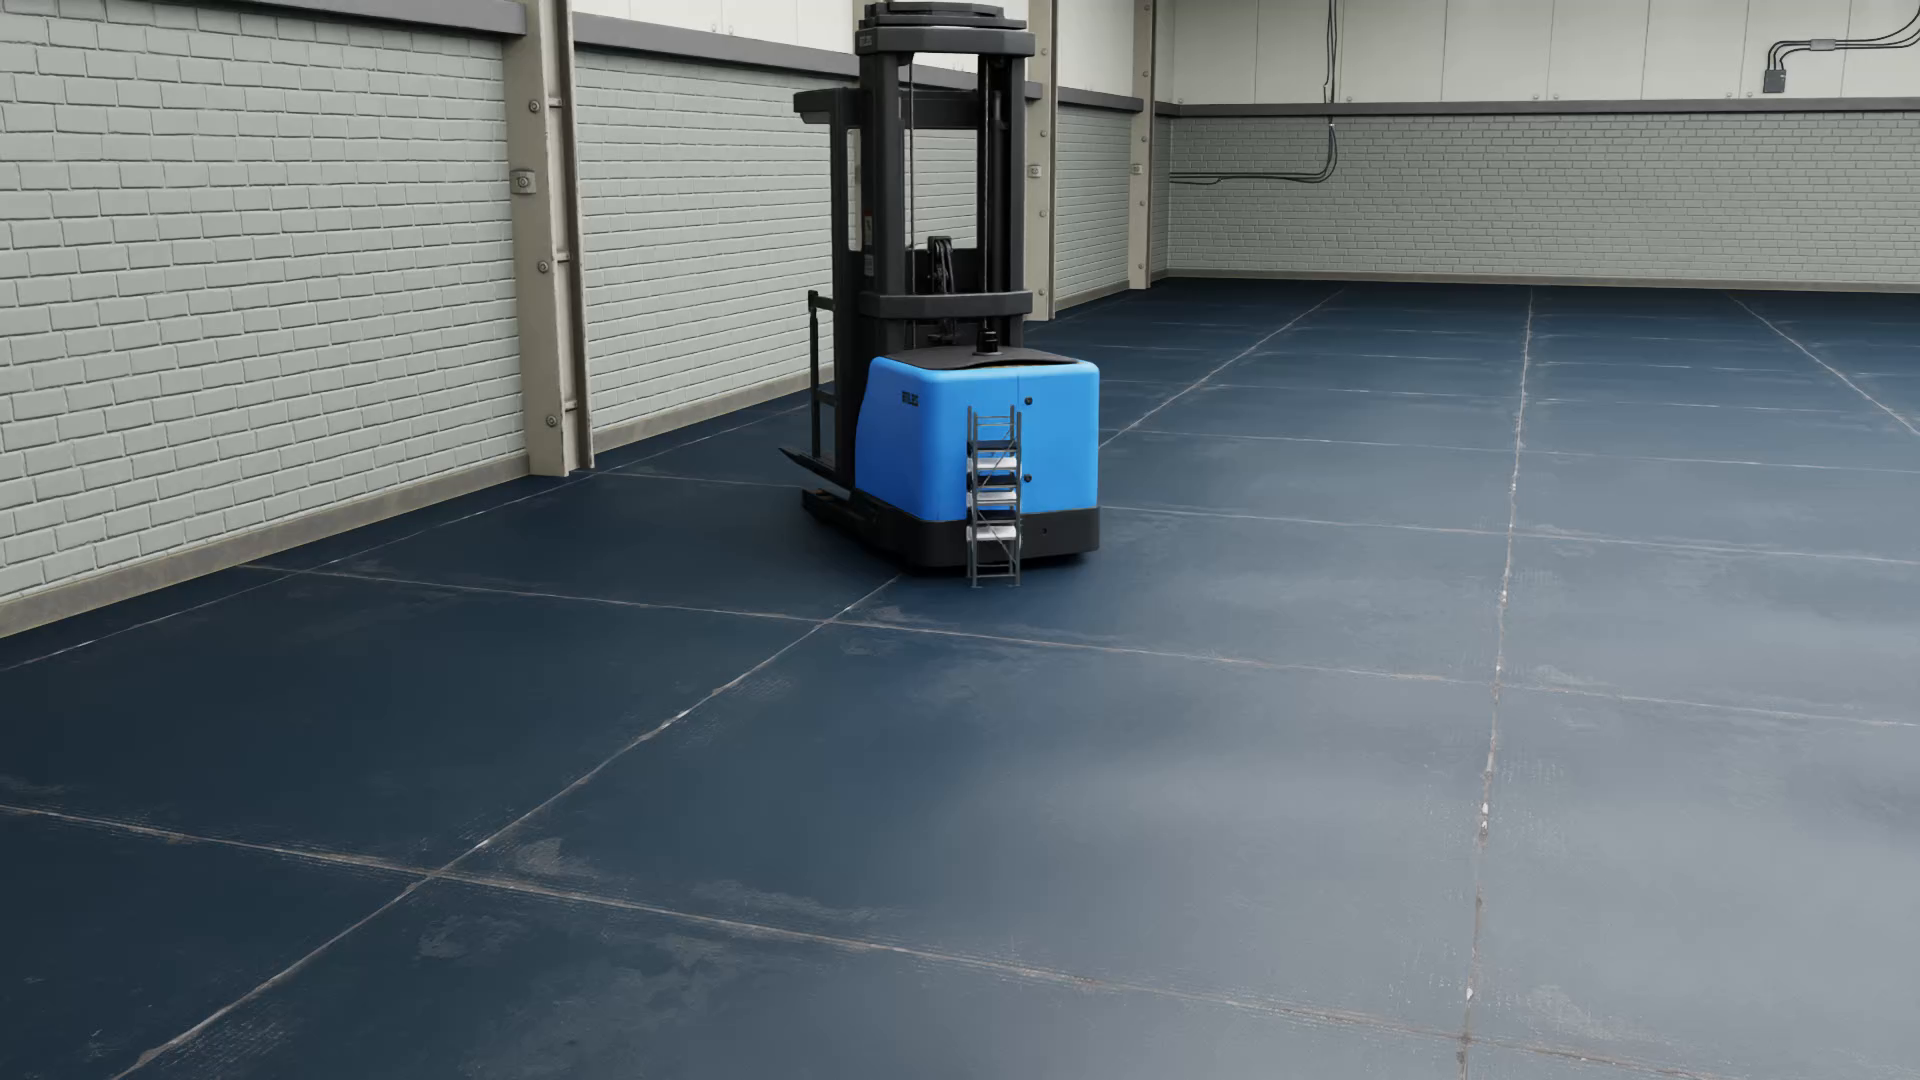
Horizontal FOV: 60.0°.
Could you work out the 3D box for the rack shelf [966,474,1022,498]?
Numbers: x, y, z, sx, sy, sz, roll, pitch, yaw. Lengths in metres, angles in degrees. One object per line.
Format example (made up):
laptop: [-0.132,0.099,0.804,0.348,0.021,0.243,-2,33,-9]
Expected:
rack shelf: [0.170,-0.275,8.410,0.258,0.077,0.200,-2,14,-8]

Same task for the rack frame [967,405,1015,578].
rack frame: [0.157,-0.243,8.521,0.240,0.900,0.006,-2,14,-8]

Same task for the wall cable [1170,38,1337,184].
wall cable: [5.239,-7.675,29.869,3.097,2.526,0.112,4,14,18]

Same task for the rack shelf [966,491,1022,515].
rack shelf: [0.170,-0.187,8.431,0.258,0.077,0.200,-2,14,-8]

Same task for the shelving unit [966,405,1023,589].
shelving unit: [0.170,-0.220,8.423,0.258,0.900,0.210,-2,14,-8]

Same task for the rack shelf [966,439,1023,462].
rack shelf: [0.171,-0.450,8.367,0.258,0.077,0.200,-2,14,-8]

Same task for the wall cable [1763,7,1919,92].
wall cable: [14.216,-10.160,26.136,2.305,6.003,0.169,4,14,18]

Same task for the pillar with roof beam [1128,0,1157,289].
pillar with roof beam: [7.108,-8.354,25.865,9.100,9.000,0.400,4,14,18]

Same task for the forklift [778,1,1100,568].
forklift: [-0.309,-1.566,9.760,1.130,2.935,3.031,-6,14,-23]

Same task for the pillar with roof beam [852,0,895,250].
pillar with roof beam: [3.225,-5.827,14.795,9.100,9.000,0.400,4,14,18]

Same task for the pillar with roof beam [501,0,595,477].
pillar with roof beam: [1.284,-4.564,9.260,9.100,9.000,0.400,4,14,18]

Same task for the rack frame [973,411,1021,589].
rack frame: [0.184,-0.196,8.325,0.240,0.900,0.006,-2,14,-8]

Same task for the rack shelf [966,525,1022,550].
rack shelf: [0.170,-0.012,8.473,0.258,0.077,0.200,-2,14,-8]

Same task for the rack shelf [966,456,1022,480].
rack shelf: [0.171,-0.362,8.388,0.258,0.077,0.200,-2,14,-8]

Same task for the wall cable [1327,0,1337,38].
wall cable: [7.799,-9.942,28.454,3.097,2.526,0.112,4,14,18]

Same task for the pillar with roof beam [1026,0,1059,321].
pillar with roof beam: [5.166,-7.090,20.330,9.100,9.000,0.400,4,14,18]

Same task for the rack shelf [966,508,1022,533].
rack shelf: [0.170,-0.100,8.452,0.258,0.077,0.200,-2,14,-8]
